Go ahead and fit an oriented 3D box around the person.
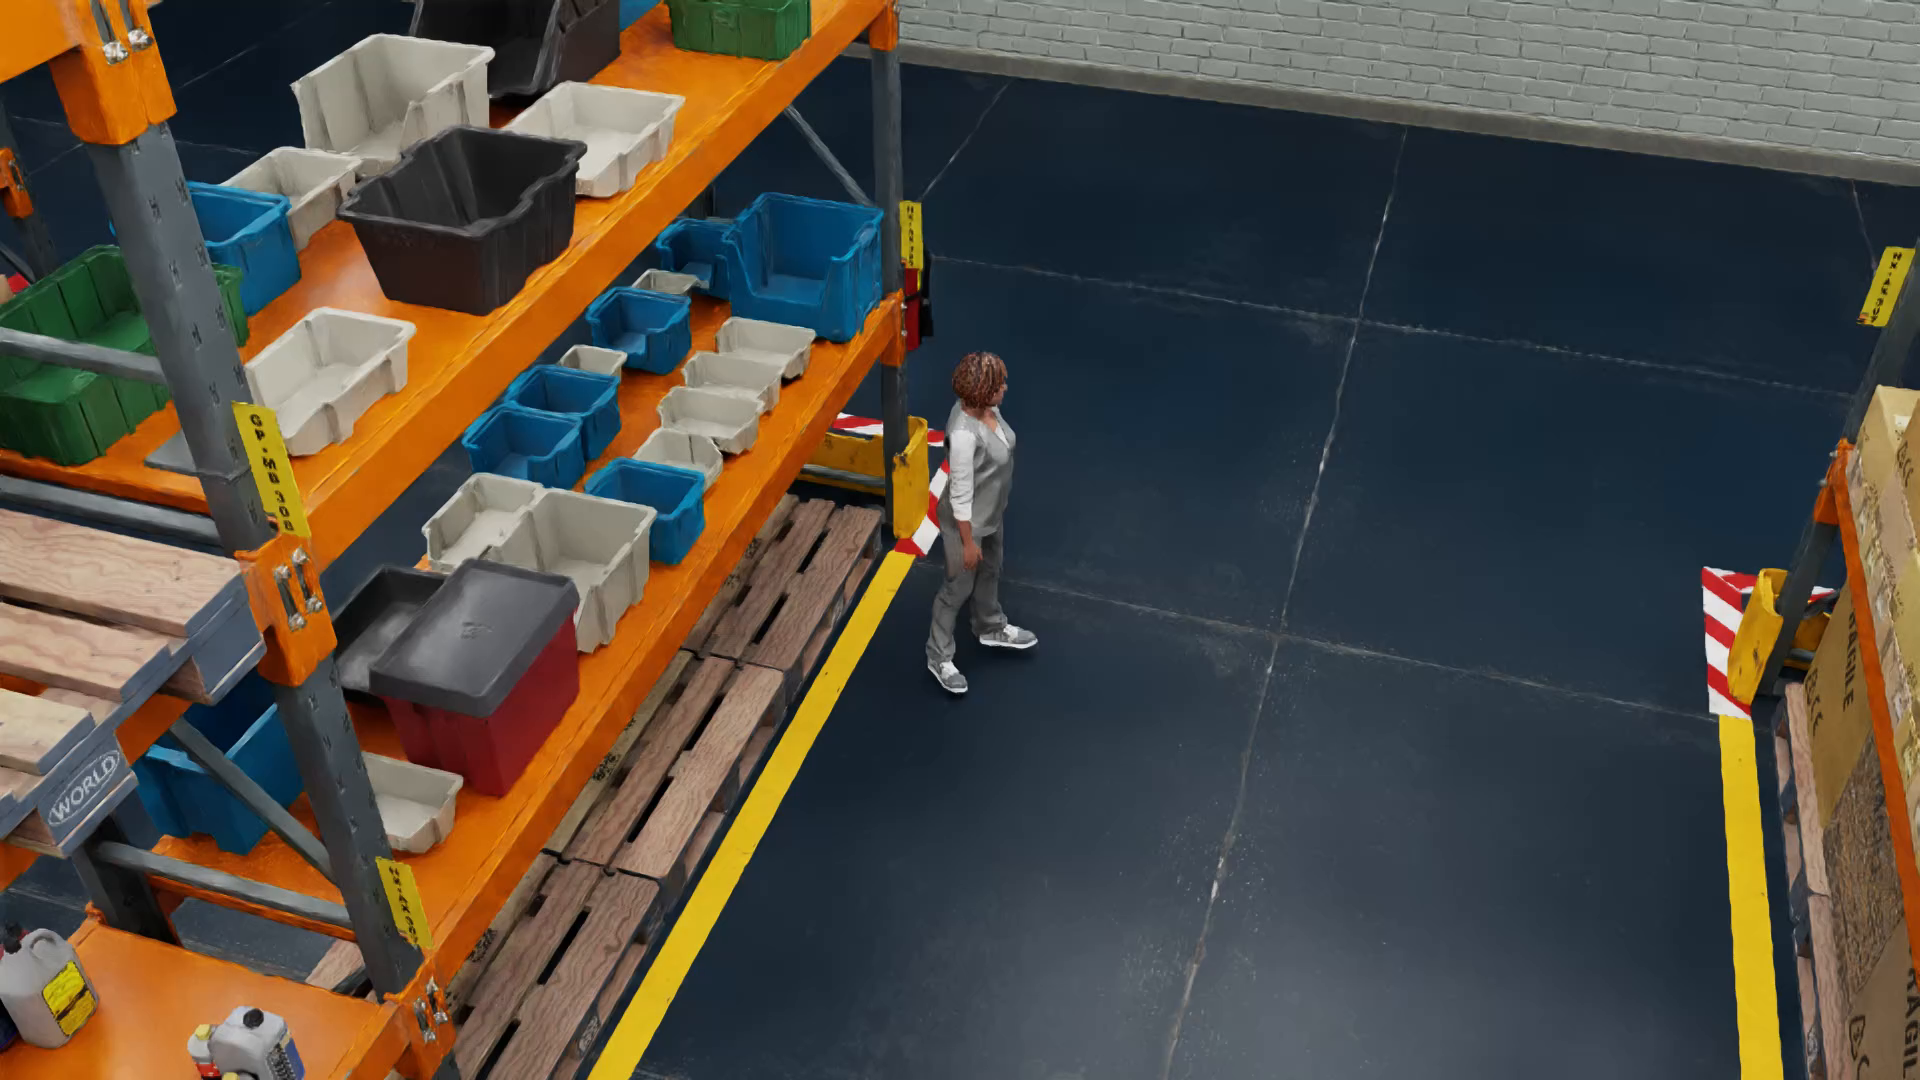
[{"bbox_3d":[0.092,-0.095,6.983,0.453,1.594,0.523,10,39,13],"label":"person"}]
